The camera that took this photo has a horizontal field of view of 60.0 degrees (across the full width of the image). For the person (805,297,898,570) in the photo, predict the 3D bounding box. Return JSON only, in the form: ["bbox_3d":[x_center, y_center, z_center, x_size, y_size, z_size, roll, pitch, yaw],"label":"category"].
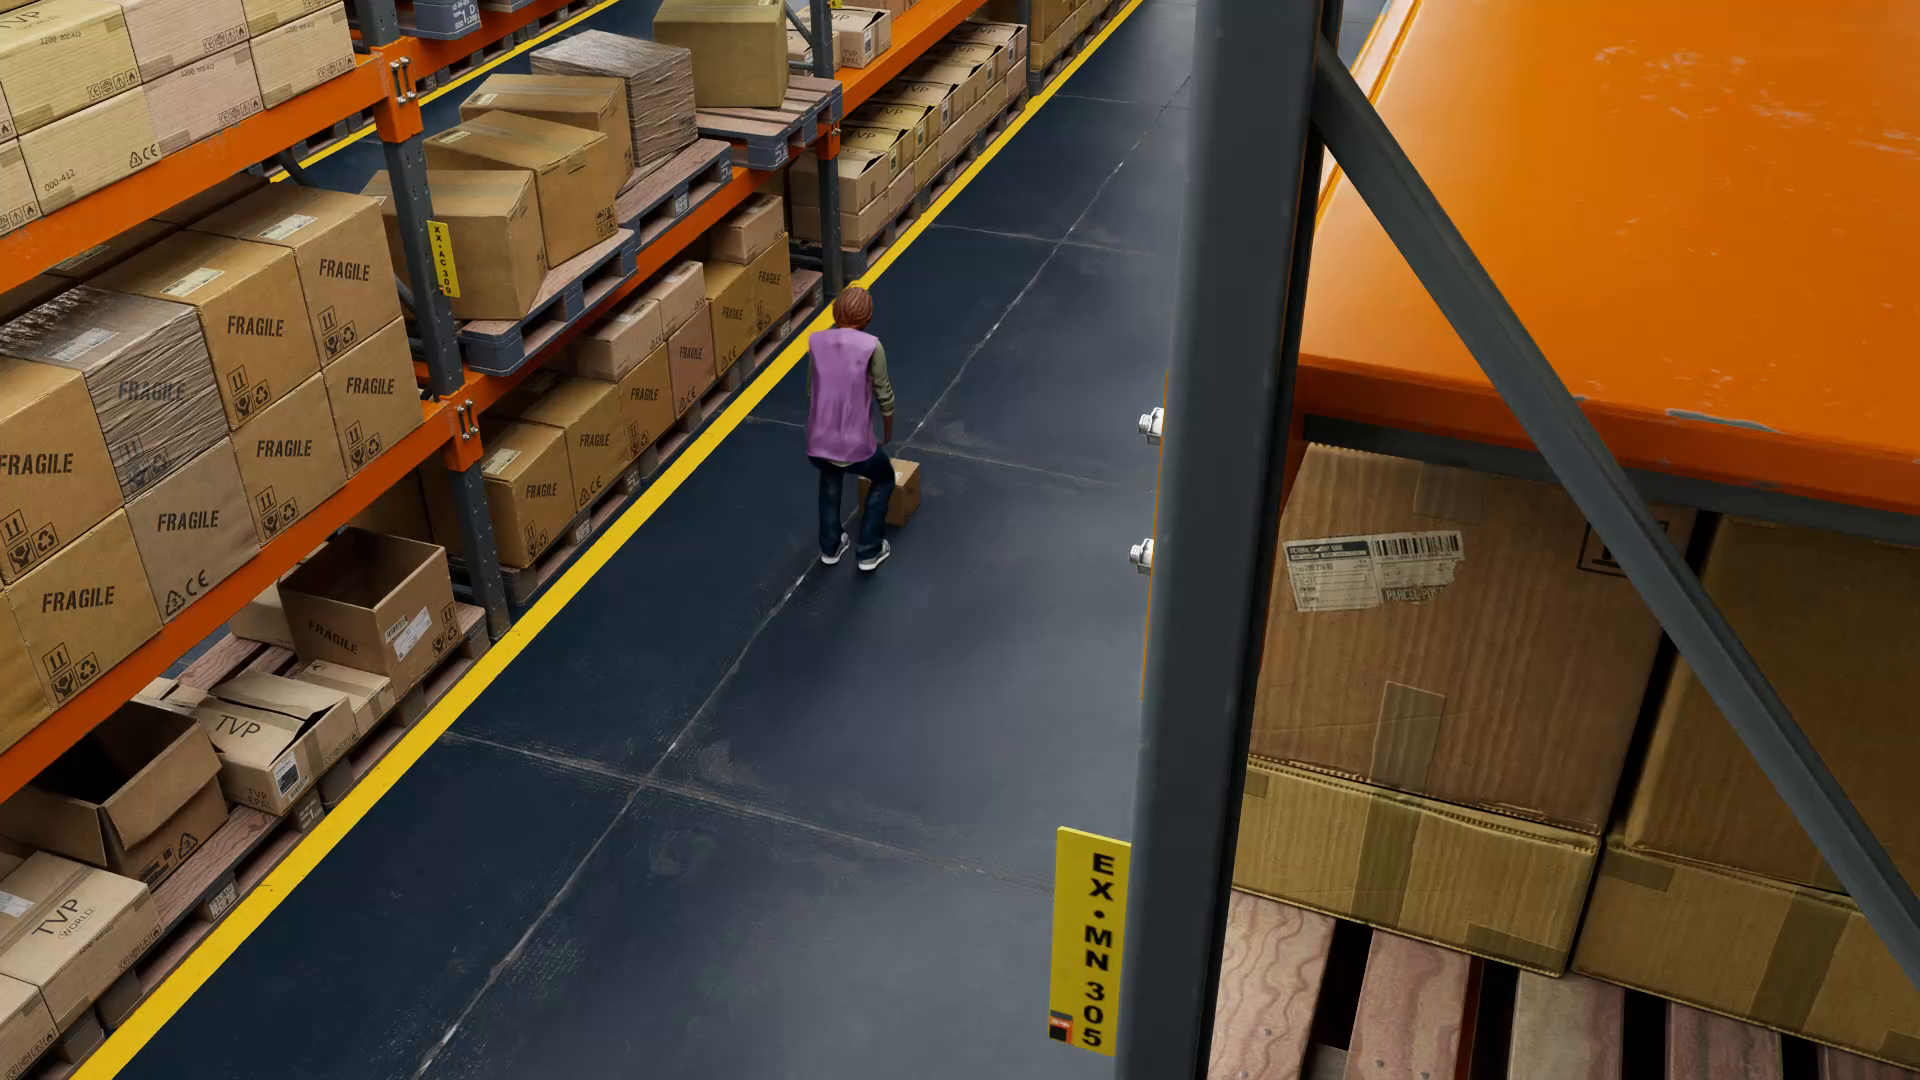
[{"bbox_3d":[-0.555,-0.487,8.132,0.462,1.325,0.639,11,35,17],"label":"person"}]
